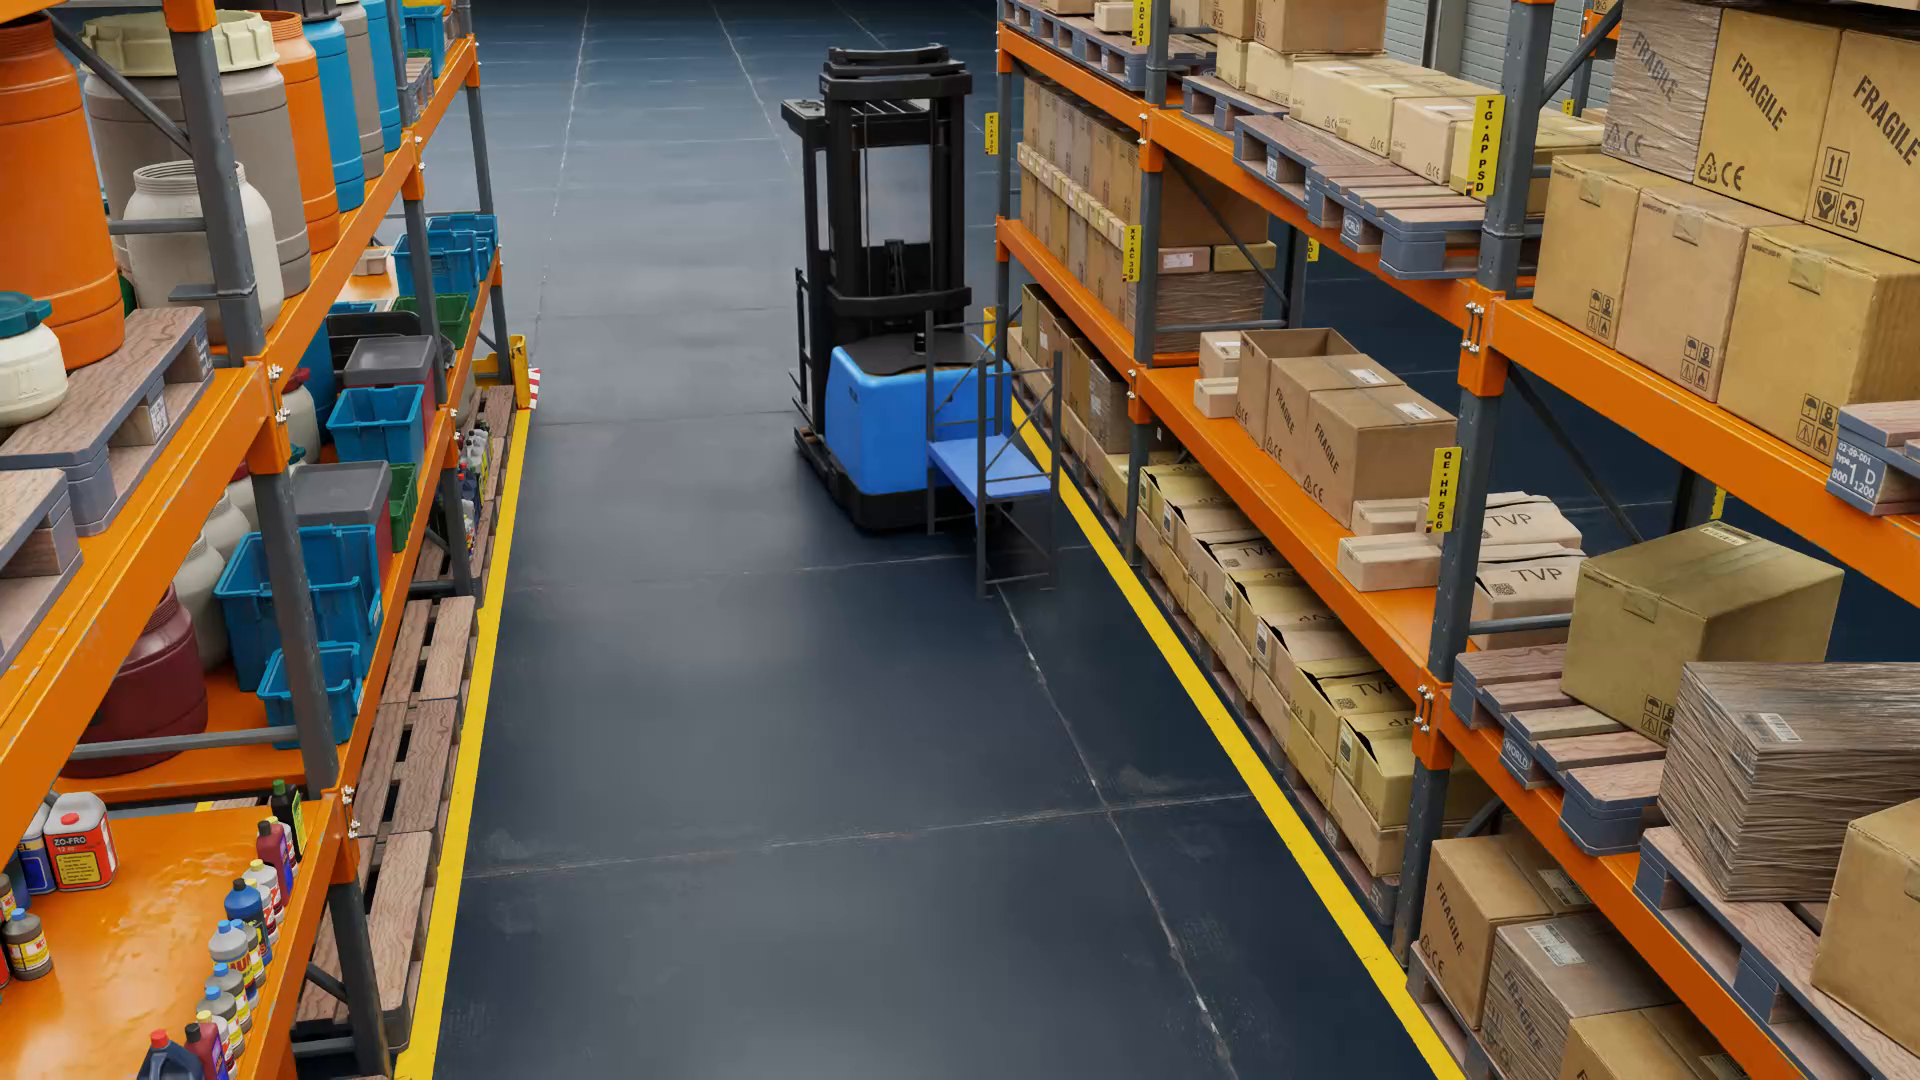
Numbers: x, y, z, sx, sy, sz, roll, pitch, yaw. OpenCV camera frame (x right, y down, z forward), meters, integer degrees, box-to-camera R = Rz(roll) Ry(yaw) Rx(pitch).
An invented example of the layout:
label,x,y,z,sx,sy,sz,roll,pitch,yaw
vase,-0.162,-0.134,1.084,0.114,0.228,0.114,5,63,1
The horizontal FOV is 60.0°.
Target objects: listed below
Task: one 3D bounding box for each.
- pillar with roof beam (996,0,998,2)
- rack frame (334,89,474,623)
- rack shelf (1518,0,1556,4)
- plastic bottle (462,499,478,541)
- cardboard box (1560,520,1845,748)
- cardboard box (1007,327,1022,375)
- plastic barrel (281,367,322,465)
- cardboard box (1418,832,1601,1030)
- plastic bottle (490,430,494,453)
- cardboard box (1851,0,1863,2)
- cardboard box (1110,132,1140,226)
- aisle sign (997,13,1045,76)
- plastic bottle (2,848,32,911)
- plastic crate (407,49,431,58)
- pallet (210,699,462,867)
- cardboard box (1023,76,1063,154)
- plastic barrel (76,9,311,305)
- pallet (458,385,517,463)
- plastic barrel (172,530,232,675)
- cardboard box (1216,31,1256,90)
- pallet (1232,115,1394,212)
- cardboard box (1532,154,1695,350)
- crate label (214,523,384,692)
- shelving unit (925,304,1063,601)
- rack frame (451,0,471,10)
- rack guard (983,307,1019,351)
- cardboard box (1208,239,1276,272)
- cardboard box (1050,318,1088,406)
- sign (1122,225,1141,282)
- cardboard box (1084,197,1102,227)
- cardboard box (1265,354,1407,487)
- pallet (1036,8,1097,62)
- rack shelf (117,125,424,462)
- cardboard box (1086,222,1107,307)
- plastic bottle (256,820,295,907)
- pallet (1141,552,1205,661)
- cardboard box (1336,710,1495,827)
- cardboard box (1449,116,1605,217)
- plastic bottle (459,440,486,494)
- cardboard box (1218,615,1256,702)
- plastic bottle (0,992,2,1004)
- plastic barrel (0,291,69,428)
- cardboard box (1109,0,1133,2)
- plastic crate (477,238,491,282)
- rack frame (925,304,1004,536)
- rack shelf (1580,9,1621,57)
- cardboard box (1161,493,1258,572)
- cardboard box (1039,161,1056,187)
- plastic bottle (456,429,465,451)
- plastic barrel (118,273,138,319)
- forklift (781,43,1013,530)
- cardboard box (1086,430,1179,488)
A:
label,x,y,z,sx,sy,sz,roll,pitch,yaw
pillar with roof beam,-3.133,-17.223,38.942,9.100,9.000,0.400,-4,24,-10
rack frame,-3.331,-0.897,9.056,1.000,3.000,0.127,-4,24,-10
rack shelf,2.647,-1.138,3.512,1.077,0.370,4.000,-4,24,-10
plastic bottle,-3.045,-0.133,10.161,0.152,0.276,0.135,-3,24,-8
cardboard box,2.505,0.312,5.638,0.700,0.500,0.500,-13,27,-27
cardboard box,0.679,-1.541,13.440,0.500,0.250,0.500,-4,24,-10
plastic barrel,-3.369,-0.567,8.130,0.433,0.535,0.433,0,24,0
cardboard box,2.081,1.455,6.244,0.500,0.500,0.500,-3,24,-7
plastic bottle,-3.300,-0.700,11.551,0.097,0.201,0.097,0,24,0
cardboard box,5.988,-3.440,10.981,0.500,0.500,0.500,-6,24,-14
cardboard box,1.355,-2.275,10.466,0.700,0.500,0.500,-4,24,-10
aisle sign,0.485,-4.030,12.982,0.394,0.787,0.004,-4,24,-10
plastic bottle,-2.834,0.977,4.926,0.097,0.271,0.097,0,24,0
plastic crate,-3.355,-2.815,9.966,0.336,0.188,0.450,-4,24,-10
pallet,-2.918,1.168,7.813,1.003,0.211,1.213,-4,24,-10
cardboard box,0.882,-3.271,12.745,0.700,0.500,0.500,-4,24,-10
plastic barrel,-2.530,-1.267,5.530,0.600,0.901,0.600,0,24,0
pallet,-3.865,-0.846,12.424,1.003,0.211,1.213,-4,24,-10
plastic barrel,-2.991,0.236,6.322,0.421,0.512,0.421,0,24,0
cardboard box,1.643,-2.518,8.681,0.500,0.250,0.500,-2,24,-4
pallet,1.855,-1.677,7.330,1.003,0.211,1.213,-3,24,-7
cardboard box,2.391,-0.940,5.282,0.910,0.500,0.500,-4,24,-10
crate label,-2.509,0.249,6.387,0.502,0.435,0.616,-4,24,-10
shelving unit,0.185,-0.554,10.145,0.538,1.500,1.048,-7,25,-16
rack frame,-4.070,-5.220,11.458,1.000,3.000,0.127,-4,24,-10
rack guard,0.794,-1.700,14.017,1.175,0.500,0.348,-4,24,-10
cardboard box,1.679,-1.725,10.017,0.380,0.149,0.250,-4,24,-10
cardboard box,0.954,-1.294,11.939,0.500,0.500,0.500,-4,24,-10
sign,0.993,-1.654,9.608,0.100,0.325,0.005,-4,24,-10
cardboard box,1.044,-2.196,11.095,0.380,0.149,0.250,-4,24,-8
cardboard box,1.854,-0.601,8.252,0.500,0.500,0.500,-4,24,-10
pallet,1.133,-3.409,11.170,1.003,0.211,1.213,-4,24,-10
rack shelf,-2.961,-1.155,6.799,1.077,0.370,4.000,-4,24,-10
cardboard box,1.257,-1.887,11.197,0.700,0.500,0.500,-4,24,-9
plastic bottle,-2.054,0.948,4.977,0.061,0.283,0.133,-4,24,-10
pallet,1.713,0.302,9.794,1.003,0.211,1.213,-4,24,-10
cardboard box,1.939,0.934,7.074,0.500,0.311,0.500,-4,24,-8
cardboard box,2.138,-1.362,6.035,0.500,0.250,0.500,-6,24,-14
plastic bottle,-3.186,-0.474,10.849,0.144,0.351,0.185,-4,24,-10
cardboard box,1.654,0.587,8.569,0.500,0.250,0.500,-4,24,-9
plastic bottle,-2.689,1.154,4.520,0.097,0.271,0.097,0,24,0
plastic barrel,-2.249,-0.417,3.856,0.301,0.262,0.301,0,24,0
cardboard box,1.357,-3.598,10.664,0.797,0.503,0.637,-2,24,-4
plastic crate,-3.569,-1.972,11.703,0.499,0.251,0.408,-4,24,-10
rack frame,0.029,-0.748,10.588,0.500,1.500,0.032,-7,25,-16
rack shelf,6.036,-3.462,12.080,1.077,0.370,4.000,-4,24,-10
cardboard box,1.457,-0.073,9.380,0.500,0.311,0.500,-5,24,-10
cardboard box,0.800,-2.707,12.265,0.380,0.149,0.250,-5,24,-11
plastic bottle,-3.385,-0.628,11.284,0.061,0.283,0.133,-4,24,-10
plastic barrel,-2.687,-0.721,5.098,0.294,0.245,0.294,0,24,0
forklift,-0.584,-1.974,11.608,1.130,2.935,3.031,-7,25,-16
cardboard box,1.155,-0.558,11.191,0.500,0.250,0.500,-4,24,-10
